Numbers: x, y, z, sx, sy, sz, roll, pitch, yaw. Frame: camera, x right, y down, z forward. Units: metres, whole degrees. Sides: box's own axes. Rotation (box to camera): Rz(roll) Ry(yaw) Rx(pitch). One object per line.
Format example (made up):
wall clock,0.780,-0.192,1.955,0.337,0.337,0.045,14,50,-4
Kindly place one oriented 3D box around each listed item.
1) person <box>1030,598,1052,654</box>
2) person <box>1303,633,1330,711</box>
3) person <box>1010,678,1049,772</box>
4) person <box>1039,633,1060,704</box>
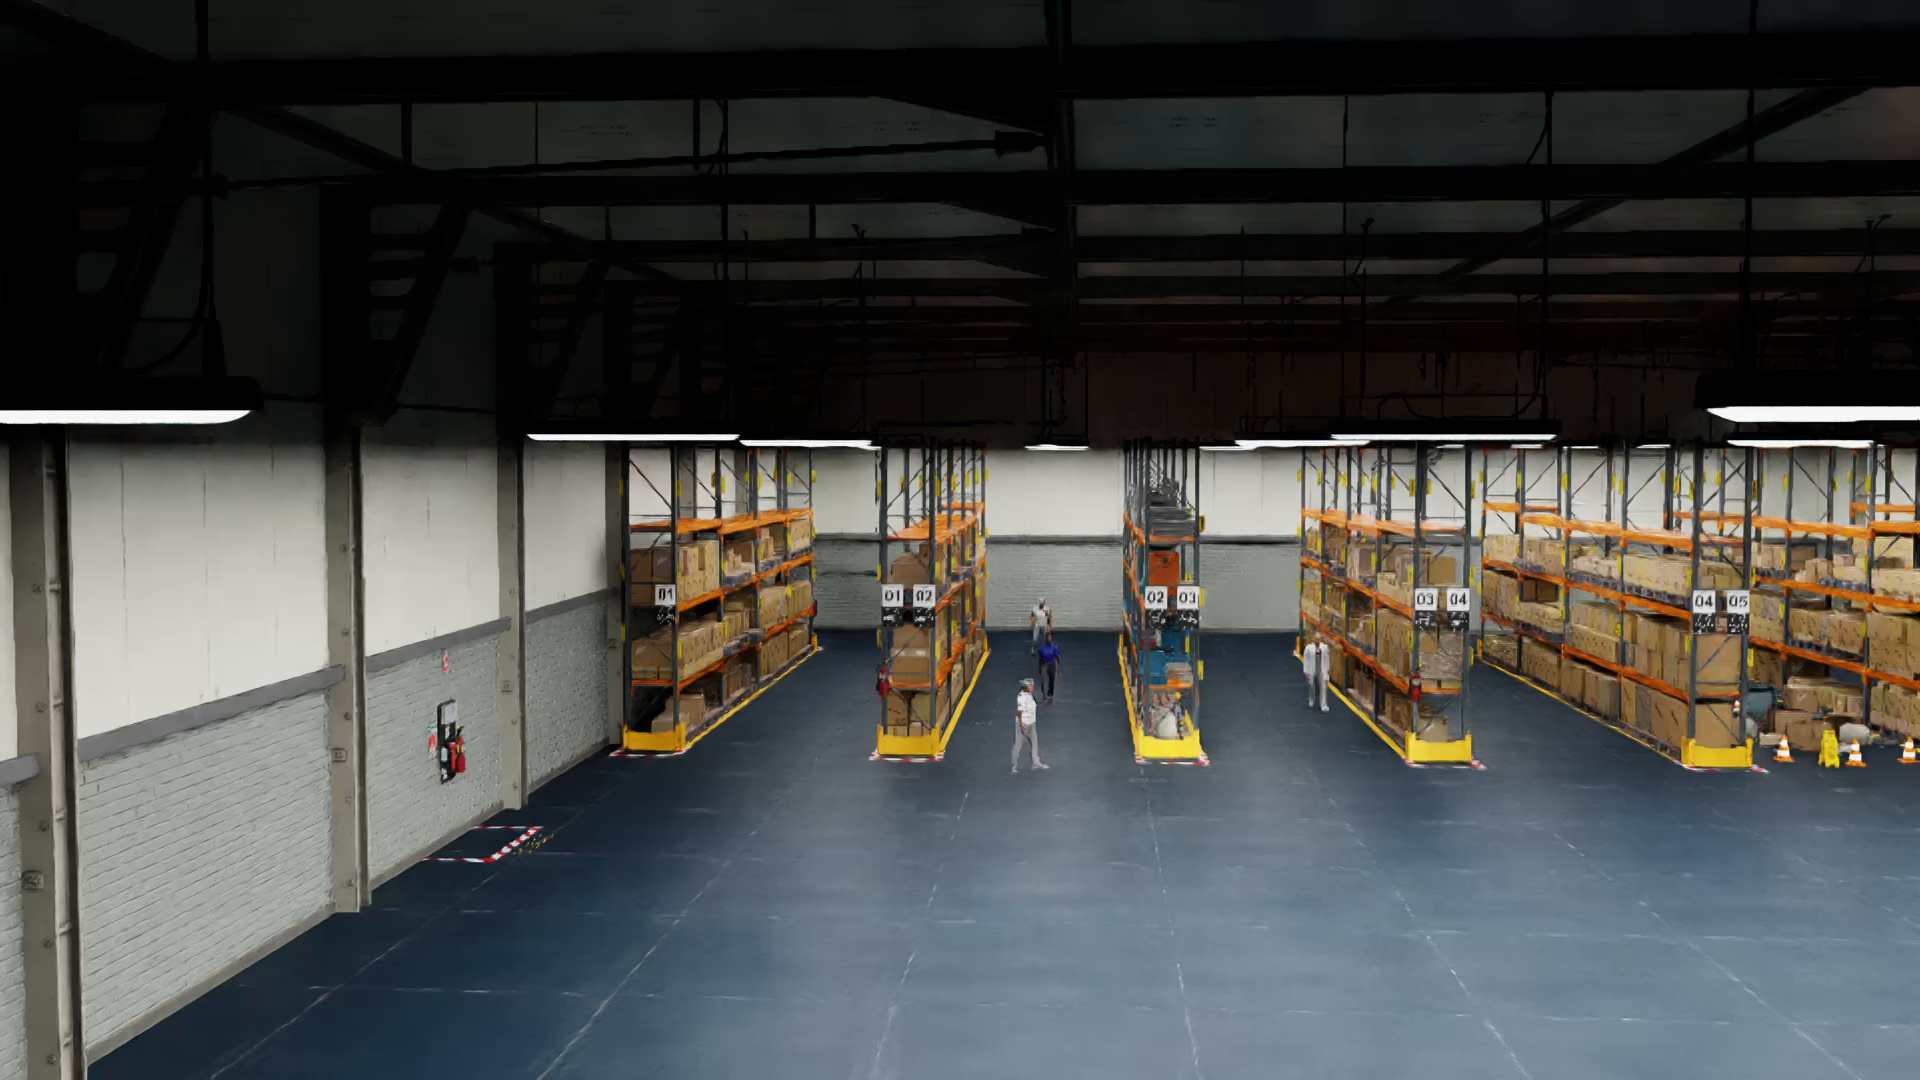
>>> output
person,2.274,2.425,46.792,0.608,1.611,0.582,0,3,2
person,7.884,2.888,36.752,0.598,1.698,1.194,0,3,7
person,1.204,3.285,29.696,0.521,1.674,0.679,2,4,35
person,2.030,2.899,37.730,0.461,1.596,0.989,0,3,3
